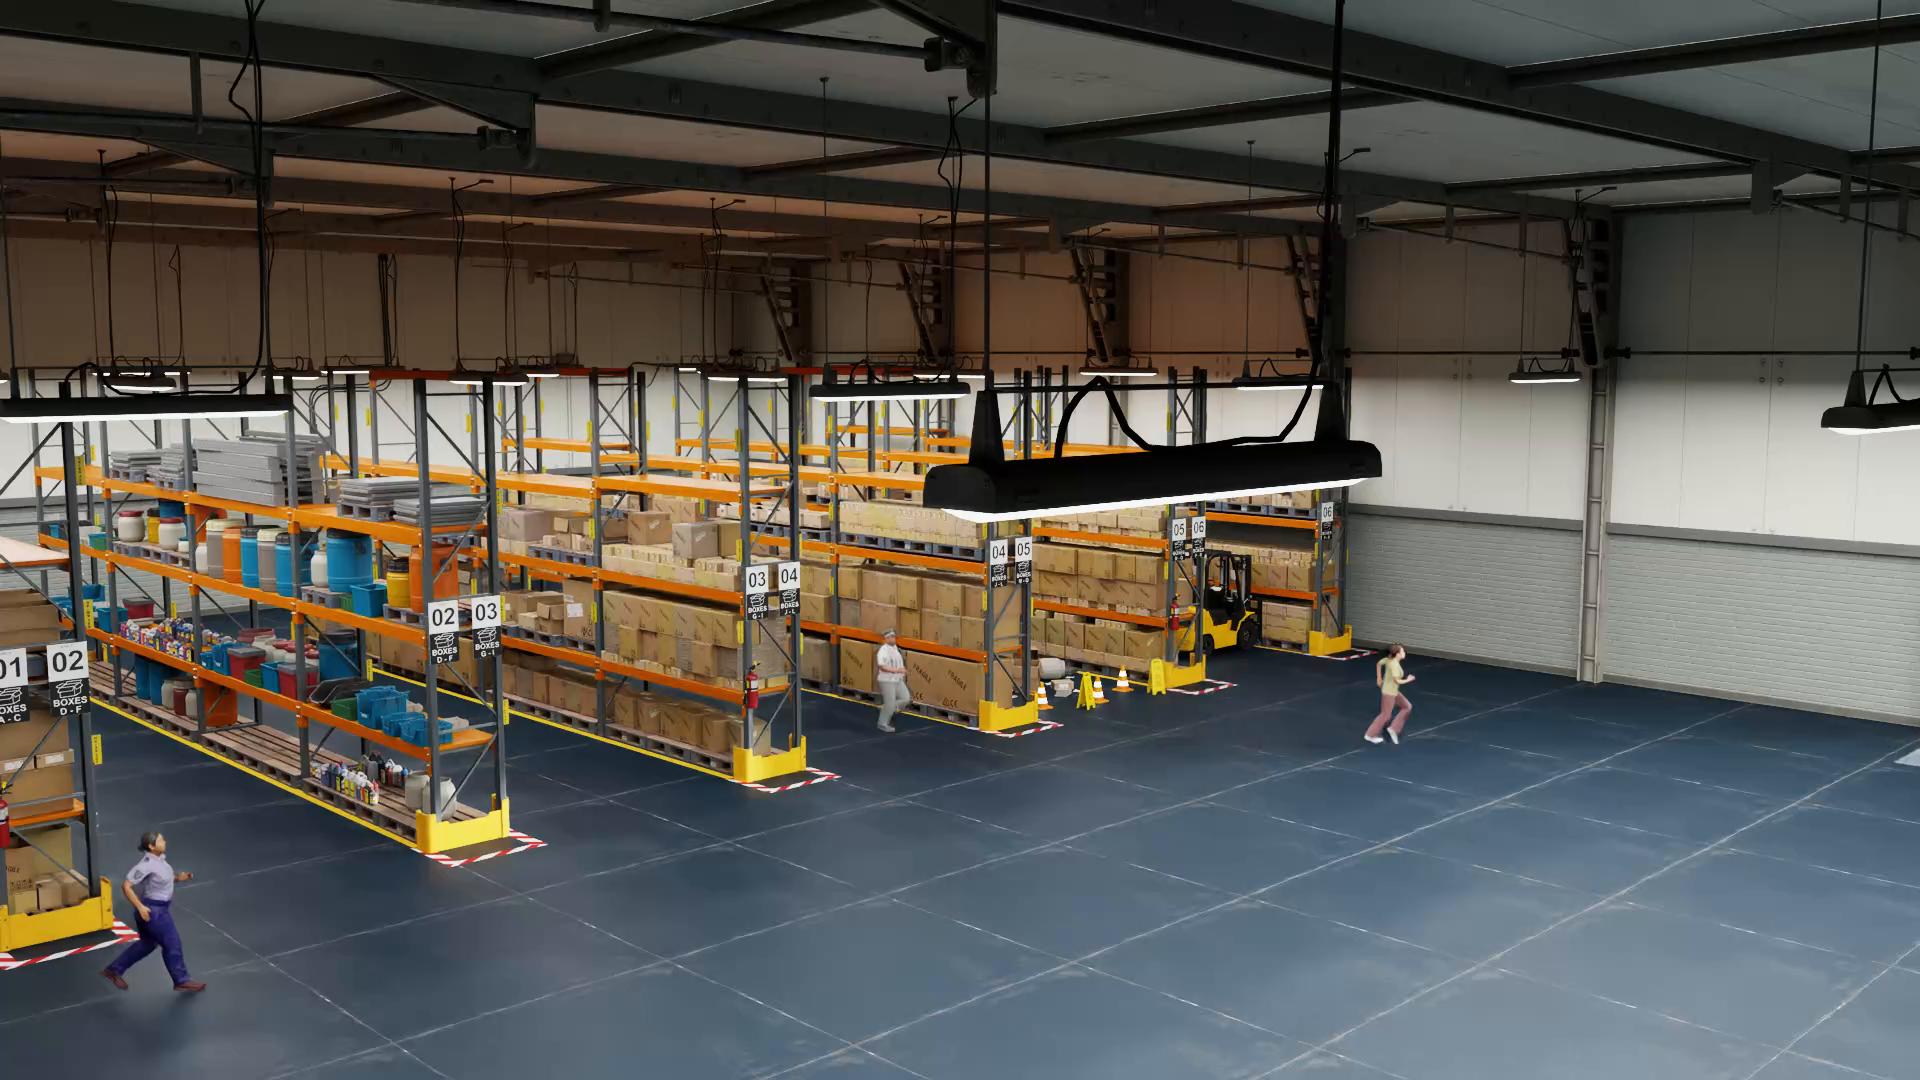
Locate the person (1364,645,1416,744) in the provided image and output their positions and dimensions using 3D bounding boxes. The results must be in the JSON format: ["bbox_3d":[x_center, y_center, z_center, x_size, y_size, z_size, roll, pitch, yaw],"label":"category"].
[{"bbox_3d":[6.918,2.482,26.752,0.772,1.639,0.606,1,7,9],"label":"person"}]

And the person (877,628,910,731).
[{"bbox_3d":[-1.103,2.328,27.778,0.607,1.743,0.651,3,7,26],"label":"person"}]

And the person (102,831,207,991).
[{"bbox_3d":[-7.944,3.662,16.317,0.936,1.624,0.605,-2,7,-21],"label":"person"}]

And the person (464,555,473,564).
[{"bbox_3d":[-11.697,1.083,39.417,0.675,1.668,0.909,3,7,25],"label":"person"}]
